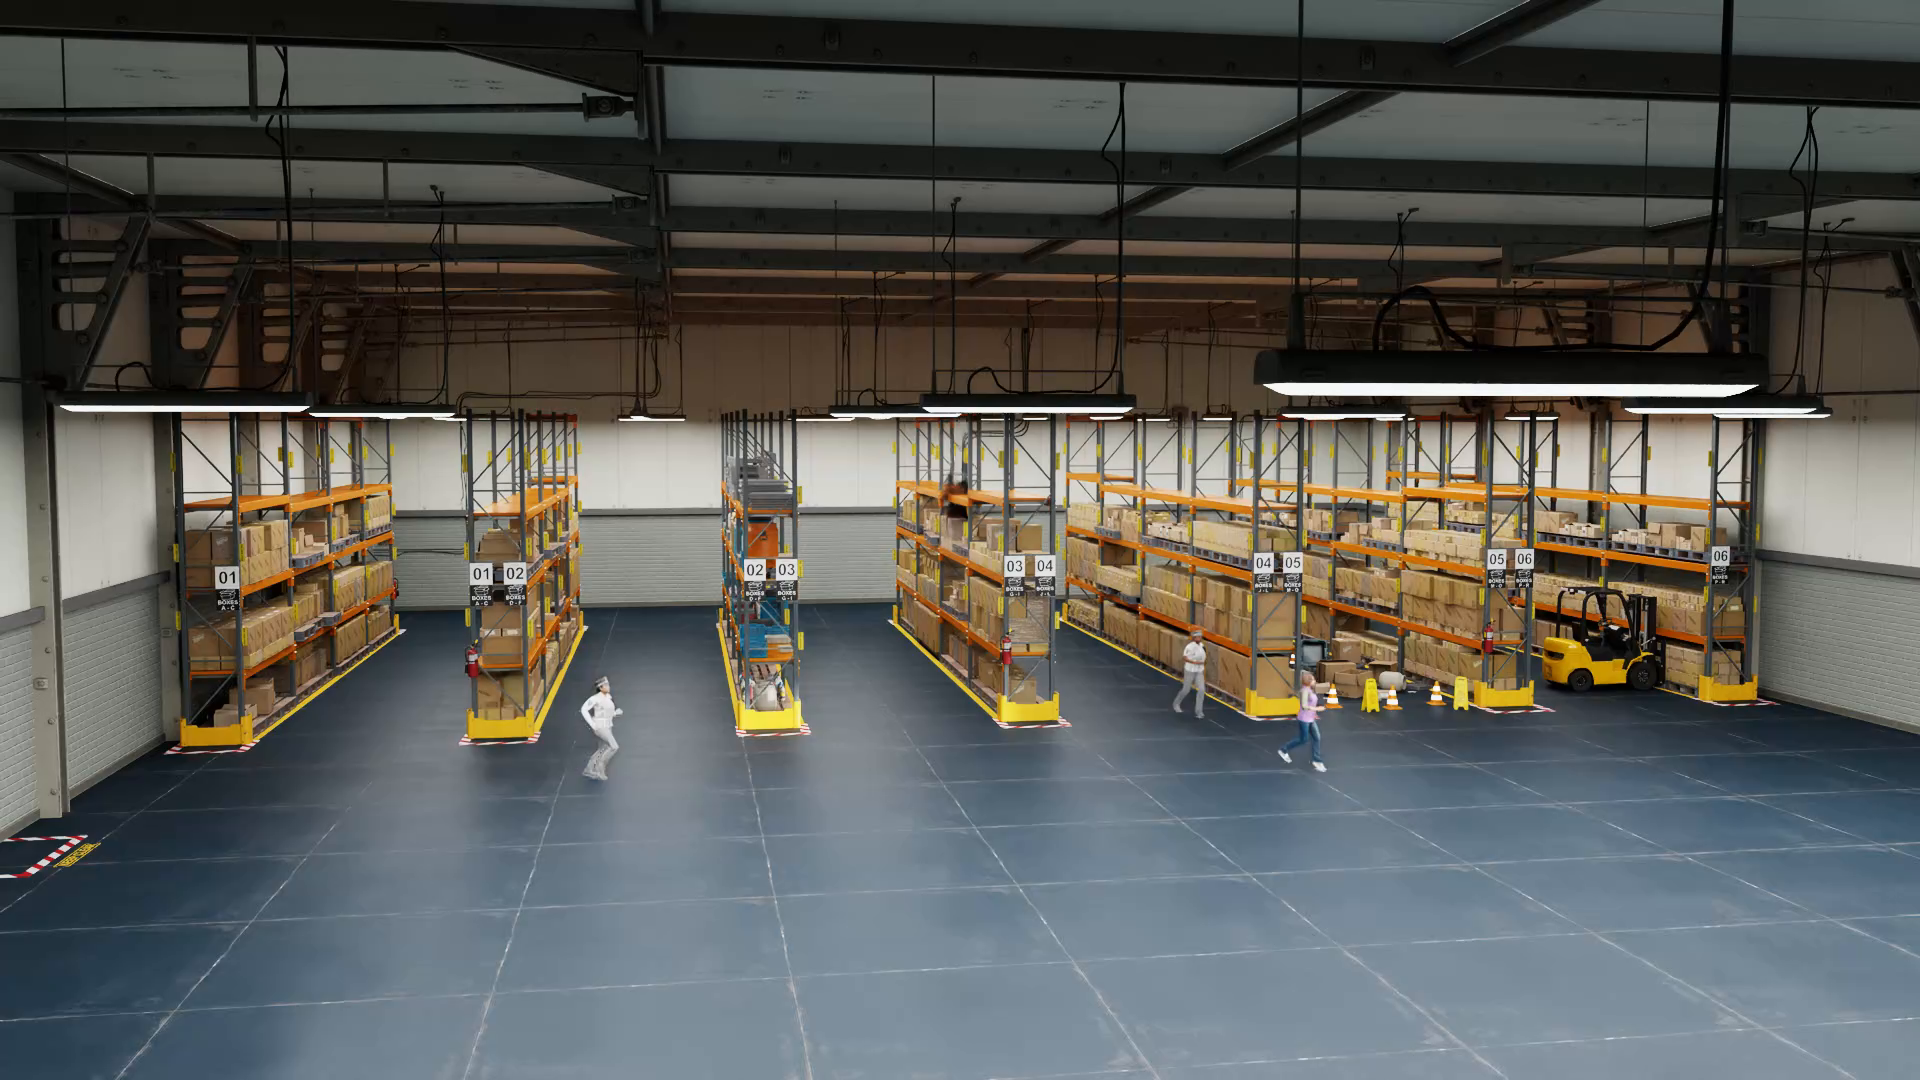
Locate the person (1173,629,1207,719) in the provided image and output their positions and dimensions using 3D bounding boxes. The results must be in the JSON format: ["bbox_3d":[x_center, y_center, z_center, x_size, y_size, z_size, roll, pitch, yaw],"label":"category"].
[{"bbox_3d":[4.585,2.610,32.659,0.608,1.741,0.824,-3,5,-33],"label":"person"}]

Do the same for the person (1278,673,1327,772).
[{"bbox_3d":[5.690,3.016,27.574,0.826,1.641,0.569,2,4,24],"label":"person"}]

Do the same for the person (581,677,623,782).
[{"bbox_3d":[-5.741,3.021,26.671,0.691,1.675,0.601,1,4,14],"label":"person"}]
